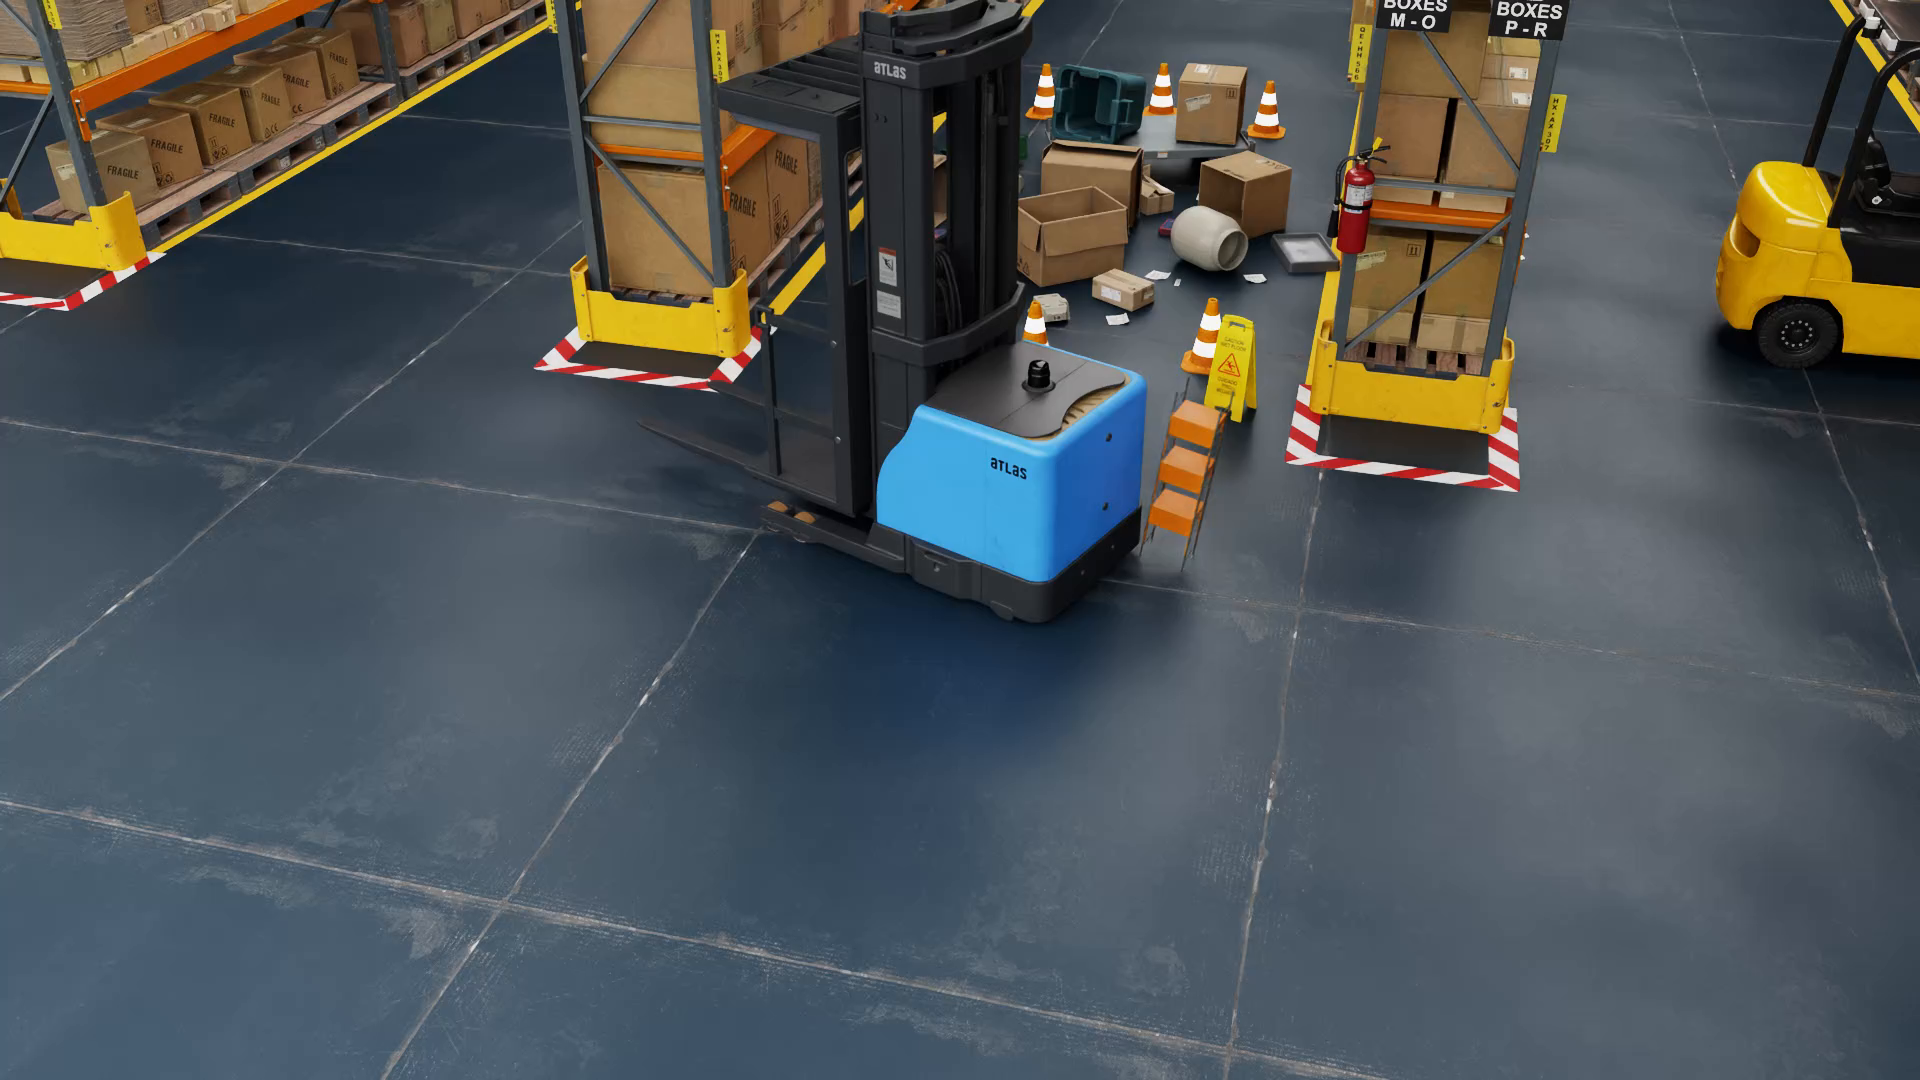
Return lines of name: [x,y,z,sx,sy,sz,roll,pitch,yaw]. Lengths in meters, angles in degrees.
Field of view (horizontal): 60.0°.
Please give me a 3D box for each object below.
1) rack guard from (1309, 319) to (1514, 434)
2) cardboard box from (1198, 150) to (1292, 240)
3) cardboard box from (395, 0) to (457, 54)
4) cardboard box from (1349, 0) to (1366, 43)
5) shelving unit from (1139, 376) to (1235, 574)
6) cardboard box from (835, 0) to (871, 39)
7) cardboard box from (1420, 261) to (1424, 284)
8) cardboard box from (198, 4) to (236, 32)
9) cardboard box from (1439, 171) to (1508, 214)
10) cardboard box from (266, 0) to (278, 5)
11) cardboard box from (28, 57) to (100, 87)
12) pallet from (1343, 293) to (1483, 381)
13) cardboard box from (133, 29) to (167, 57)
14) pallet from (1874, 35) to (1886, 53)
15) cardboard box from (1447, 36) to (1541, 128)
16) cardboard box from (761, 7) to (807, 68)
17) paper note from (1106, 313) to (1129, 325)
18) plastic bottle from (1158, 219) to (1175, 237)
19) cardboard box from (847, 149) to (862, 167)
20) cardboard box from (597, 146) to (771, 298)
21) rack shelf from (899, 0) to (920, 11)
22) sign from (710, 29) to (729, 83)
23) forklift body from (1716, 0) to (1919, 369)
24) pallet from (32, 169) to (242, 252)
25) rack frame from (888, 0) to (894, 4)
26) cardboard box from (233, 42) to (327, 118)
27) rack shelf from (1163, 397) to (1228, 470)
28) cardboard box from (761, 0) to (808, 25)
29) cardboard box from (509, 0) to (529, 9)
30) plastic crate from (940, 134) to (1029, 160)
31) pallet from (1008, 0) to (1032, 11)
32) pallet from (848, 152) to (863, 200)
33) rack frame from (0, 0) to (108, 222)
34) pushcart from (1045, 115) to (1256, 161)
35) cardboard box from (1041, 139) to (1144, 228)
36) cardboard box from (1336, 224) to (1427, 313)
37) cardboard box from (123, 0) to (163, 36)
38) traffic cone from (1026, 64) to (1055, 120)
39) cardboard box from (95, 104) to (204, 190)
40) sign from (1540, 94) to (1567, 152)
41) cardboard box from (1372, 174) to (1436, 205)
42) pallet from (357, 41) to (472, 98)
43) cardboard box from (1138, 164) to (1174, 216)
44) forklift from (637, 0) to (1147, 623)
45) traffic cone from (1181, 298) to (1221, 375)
rack guard: [2.812,-1.028,10.401,1.175,0.500,0.348,8,33,12]
cardboard box: [2.220,-2.695,13.020,0.500,0.500,0.500,-21,38,-29]
cardboard box: [-5.462,-5.160,16.490,0.700,0.500,0.500,8,33,12]
cardboard box: [2.877,-3.468,10.607,0.700,0.500,0.500,8,33,12]
shelving unit: [1.188,-0.334,8.773,0.252,1.050,0.215,21,37,17]
cardboard box: [-1.205,-4.322,13.113,0.875,0.550,0.550,8,33,12]
cardboard box: [3.528,-1.990,11.756,0.500,0.250,0.500,10,34,16]
cardboard box: [-6.015,-4.167,13.243,0.380,0.149,0.250,8,33,12]
cardboard box: [3.079,-2.086,9.969,0.380,0.149,0.250,8,33,13]
cardboard box: [-5.913,-4.569,13.875,0.380,0.149,0.250,8,33,12]
cardboard box: [-6.490,-3.402,12.040,0.380,0.149,0.250,8,33,12]
pallet: [3.053,-1.323,11.134,1.003,0.211,1.213,8,33,12]
cardboard box: [-6.286,-3.789,12.649,0.380,0.149,0.250,8,33,12]
pallet: [10.163,-5.358,17.481,1.003,0.211,1.213,8,33,12]
cardboard box: [3.438,-2.953,10.729,0.500,0.500,0.500,7,33,11]
cardboard box: [-1.588,-3.489,11.802,0.875,0.550,0.550,8,33,12]
paper note: [1.108,-1.552,11.663,0.148,0.019,0.142,-3,33,-4]
plastic bottle: [1.667,-2.465,13.070,0.133,0.061,0.283,14,35,21]
cardboard box: [-1.233,-3.704,13.870,0.875,0.875,0.875,9,33,13]
cardboard box: [-1.912,-2.306,11.671,0.875,0.875,0.875,8,33,13]
rack shelf: [-0.498,-5.475,15.737,1.077,0.370,4.000,8,33,12]
sign: [-1.485,-2.985,10.269,0.100,0.325,0.005,8,33,12]
forklift body: [6.312,-2.244,10.775,2.313,2.155,1.214,8,33,12]
pallet: [-6.533,-2.672,13.256,1.003,0.211,1.213,8,33,12]
rack frame: [-1.005,-4.741,13.911,1.000,3.000,0.127,8,33,12]
cardboard box: [-6.056,-4.090,14.827,0.500,0.500,0.500,19,37,27]
rack shelf: [1.220,-0.554,8.615,0.240,0.259,0.215,21,37,17]
cardboard box: [-1.565,-3.941,11.507,0.875,0.550,0.550,8,33,12]
cardboard box: [-5.041,-6.035,17.867,0.700,0.500,0.500,5,33,8]
plastic crate: [0.218,-3.310,14.228,0.662,0.188,0.450,-28,32,-37]
pallet: [0.209,-6.045,18.562,1.003,0.211,1.213,8,33,12]
pallet: [-1.274,-3.180,14.055,1.003,0.211,1.213,8,33,12]
rack frame: [-6.793,-3.393,11.791,1.000,3.000,0.127,8,33,12]
pushcart: [1.590,-3.297,14.084,1.648,0.377,0.936,-3,33,-4]
cardboard box: [1.019,-2.790,13.043,0.797,0.637,0.503,8,33,12]
cardboard box: [2.744,-1.828,10.802,0.500,0.500,0.500,8,33,13]
cardboard box: [-6.616,-4.118,12.561,0.875,0.500,0.500,8,33,12]
traffic cone: [0.795,-4.160,15.363,0.336,0.463,0.334,8,33,12]
cardboard box: [-6.499,-3.152,13.350,0.500,0.500,0.500,17,36,25]
sign: [3.318,-2.335,9.320,0.100,0.325,0.005,8,33,12]
cardboard box: [2.681,-2.161,10.087,0.380,0.149,0.250,9,34,14]
pallet: [-5.581,-4.696,16.440,1.003,0.211,1.213,8,33,12]
cardboard box: [1.525,-2.835,13.462,0.258,0.266,0.396,-14,35,-21]
forklift: [-0.511,-1.432,8.771,3.031,2.935,1.130,21,38,29]
traffic cone: [1.654,-1.372,10.976,0.336,0.463,0.334,8,33,12]
